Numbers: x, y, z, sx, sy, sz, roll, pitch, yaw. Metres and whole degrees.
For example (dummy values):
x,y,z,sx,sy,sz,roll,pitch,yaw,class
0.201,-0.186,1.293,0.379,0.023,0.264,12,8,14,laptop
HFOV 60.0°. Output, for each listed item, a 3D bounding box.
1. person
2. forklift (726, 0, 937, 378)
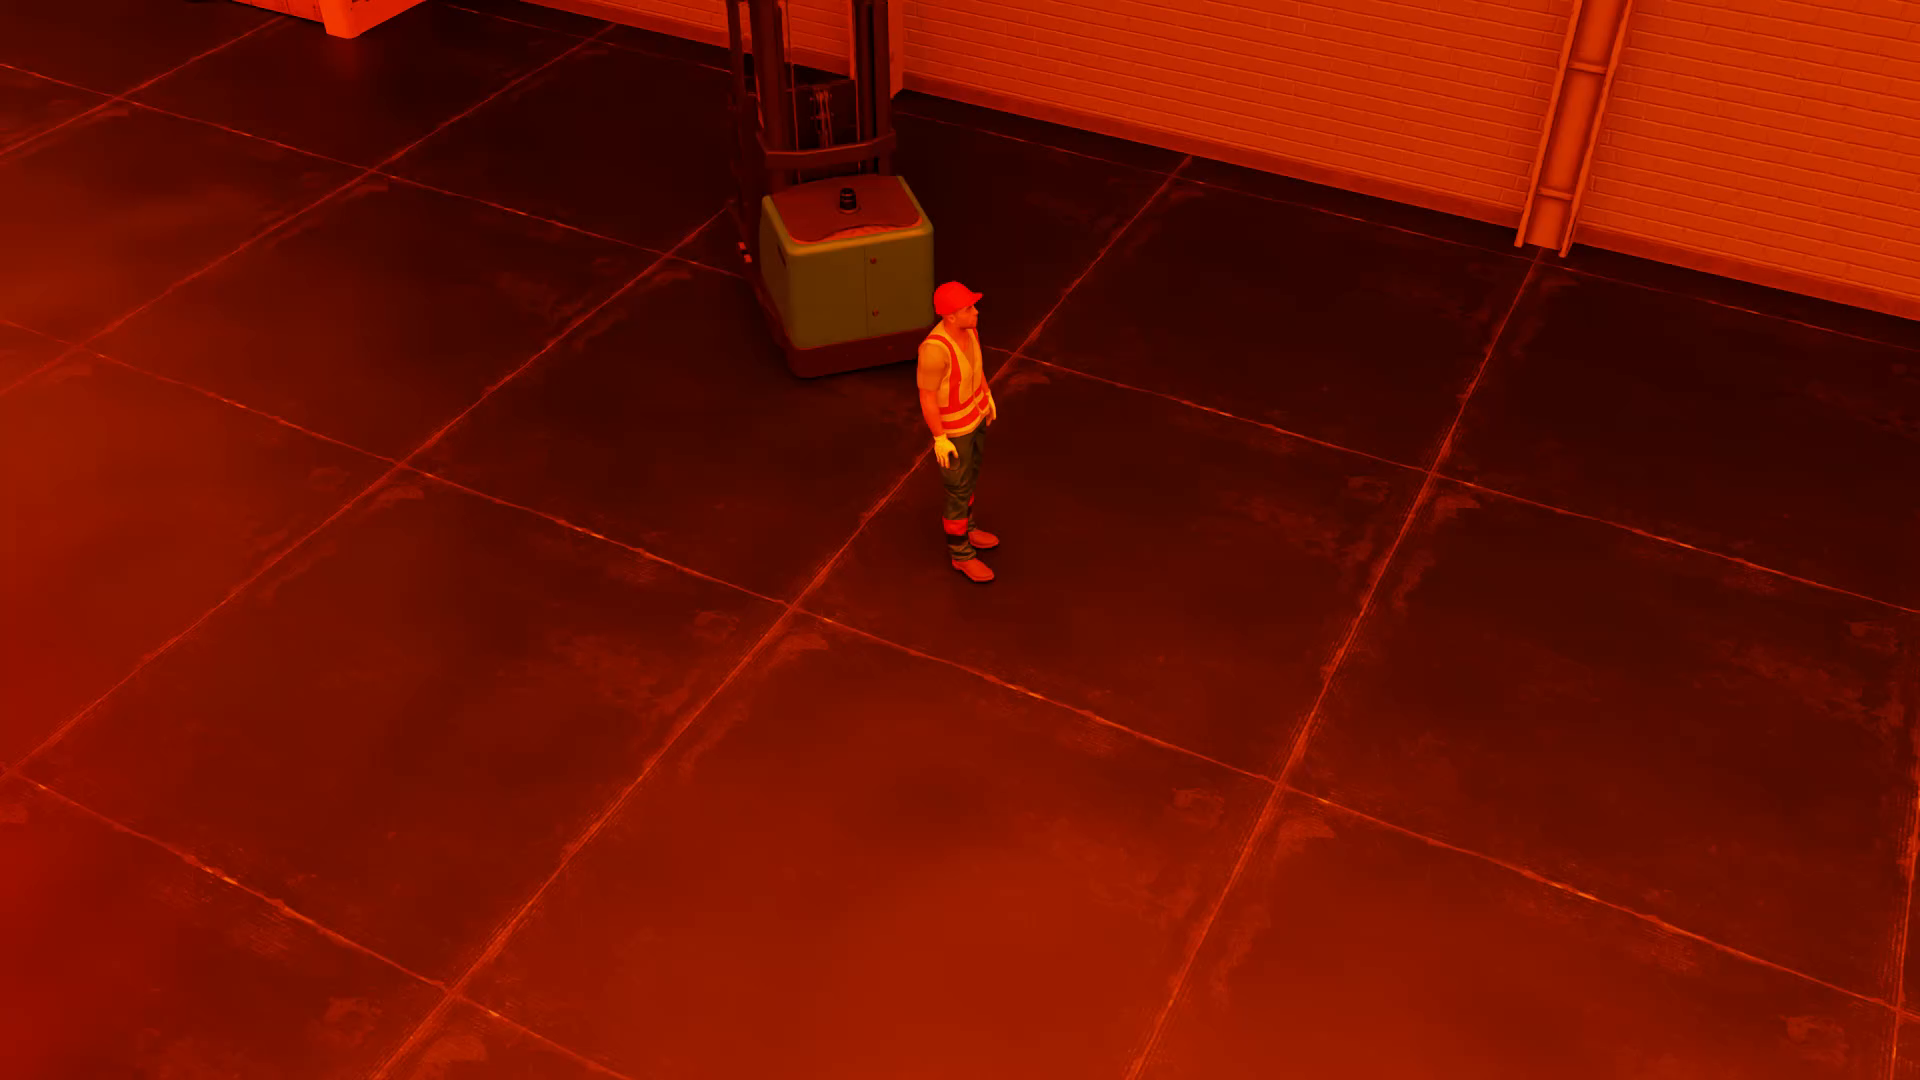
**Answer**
x,y,z,sx,sy,sz,roll,pitch,yaw,class
0.067,-0.659,9.645,0.562,1.789,0.638,18,43,21,person
-1.097,-3.198,11.783,1.130,2.935,3.031,-12,42,-14,forklift
